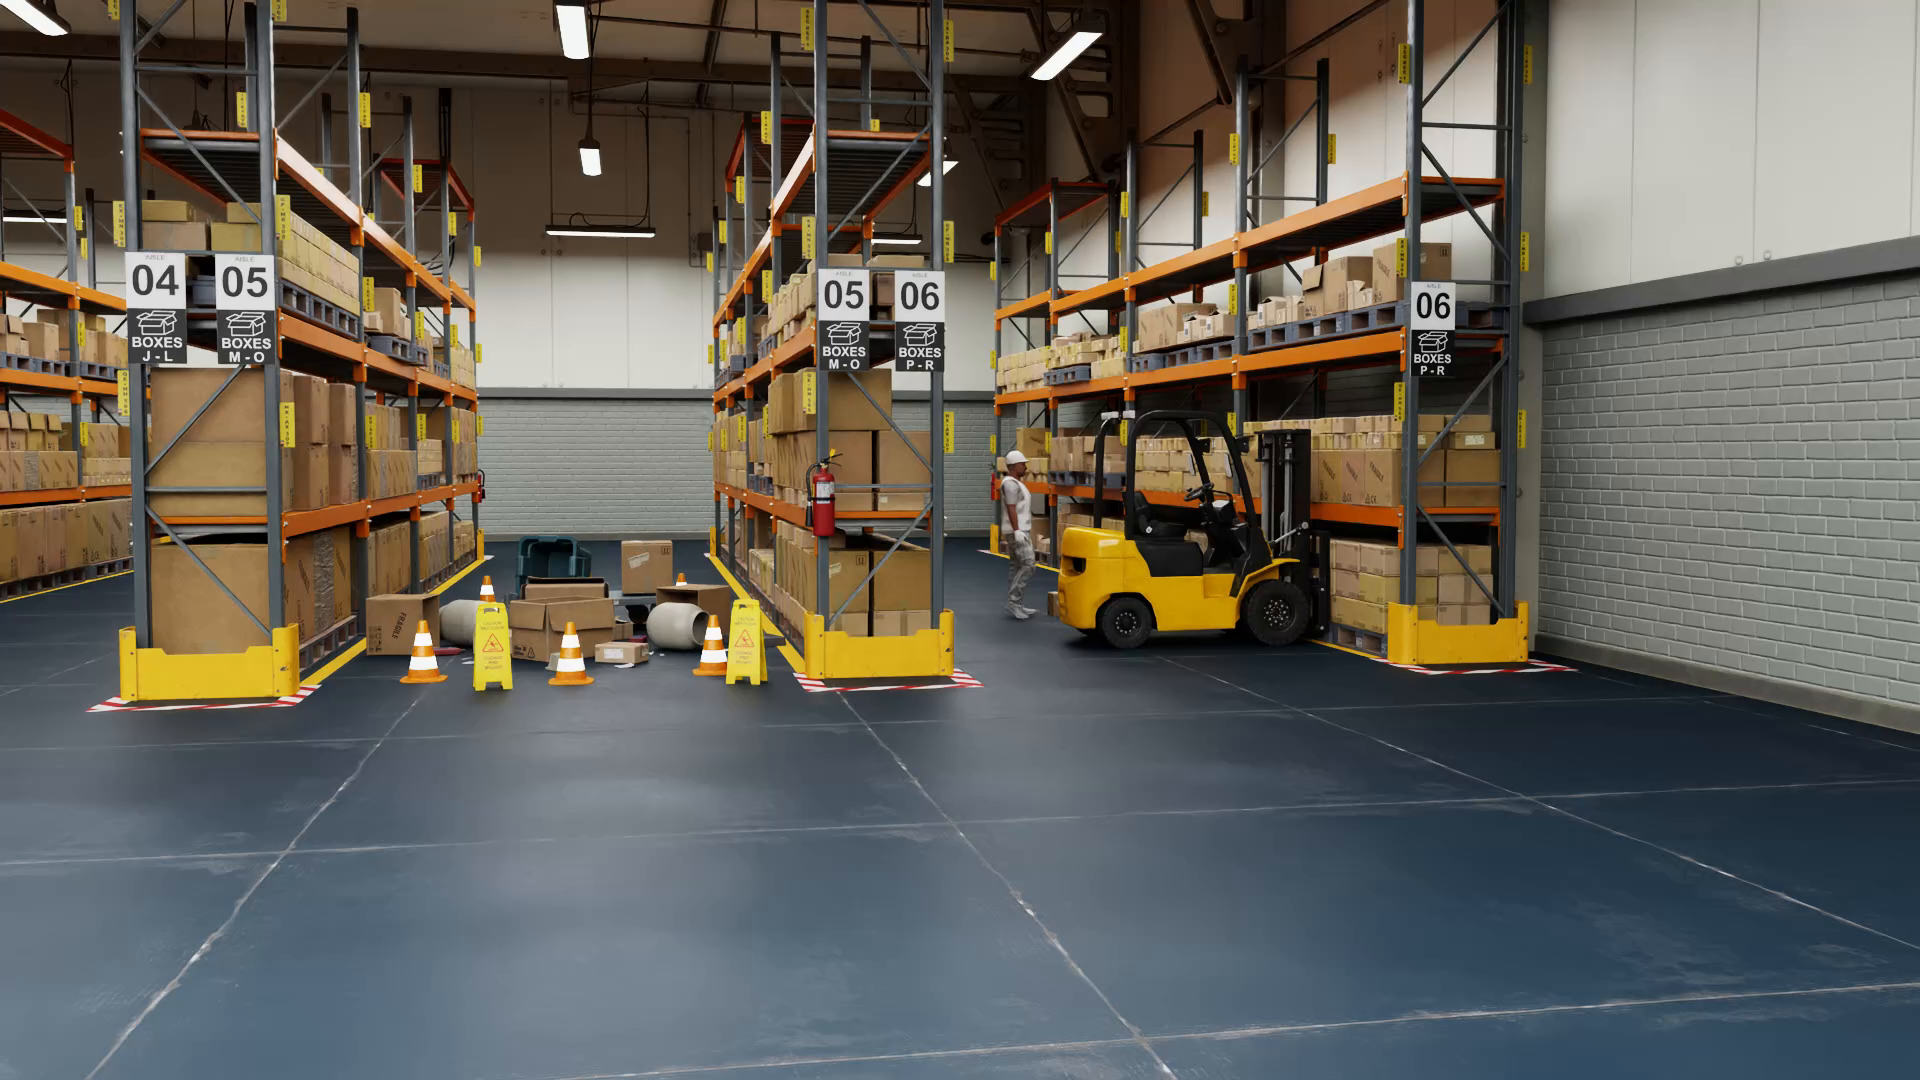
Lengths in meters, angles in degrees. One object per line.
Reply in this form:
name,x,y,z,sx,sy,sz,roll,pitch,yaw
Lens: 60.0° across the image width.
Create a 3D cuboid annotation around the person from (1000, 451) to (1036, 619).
person,0.632,-0.056,17.992,0.396,1.814,0.566,0,3,4
